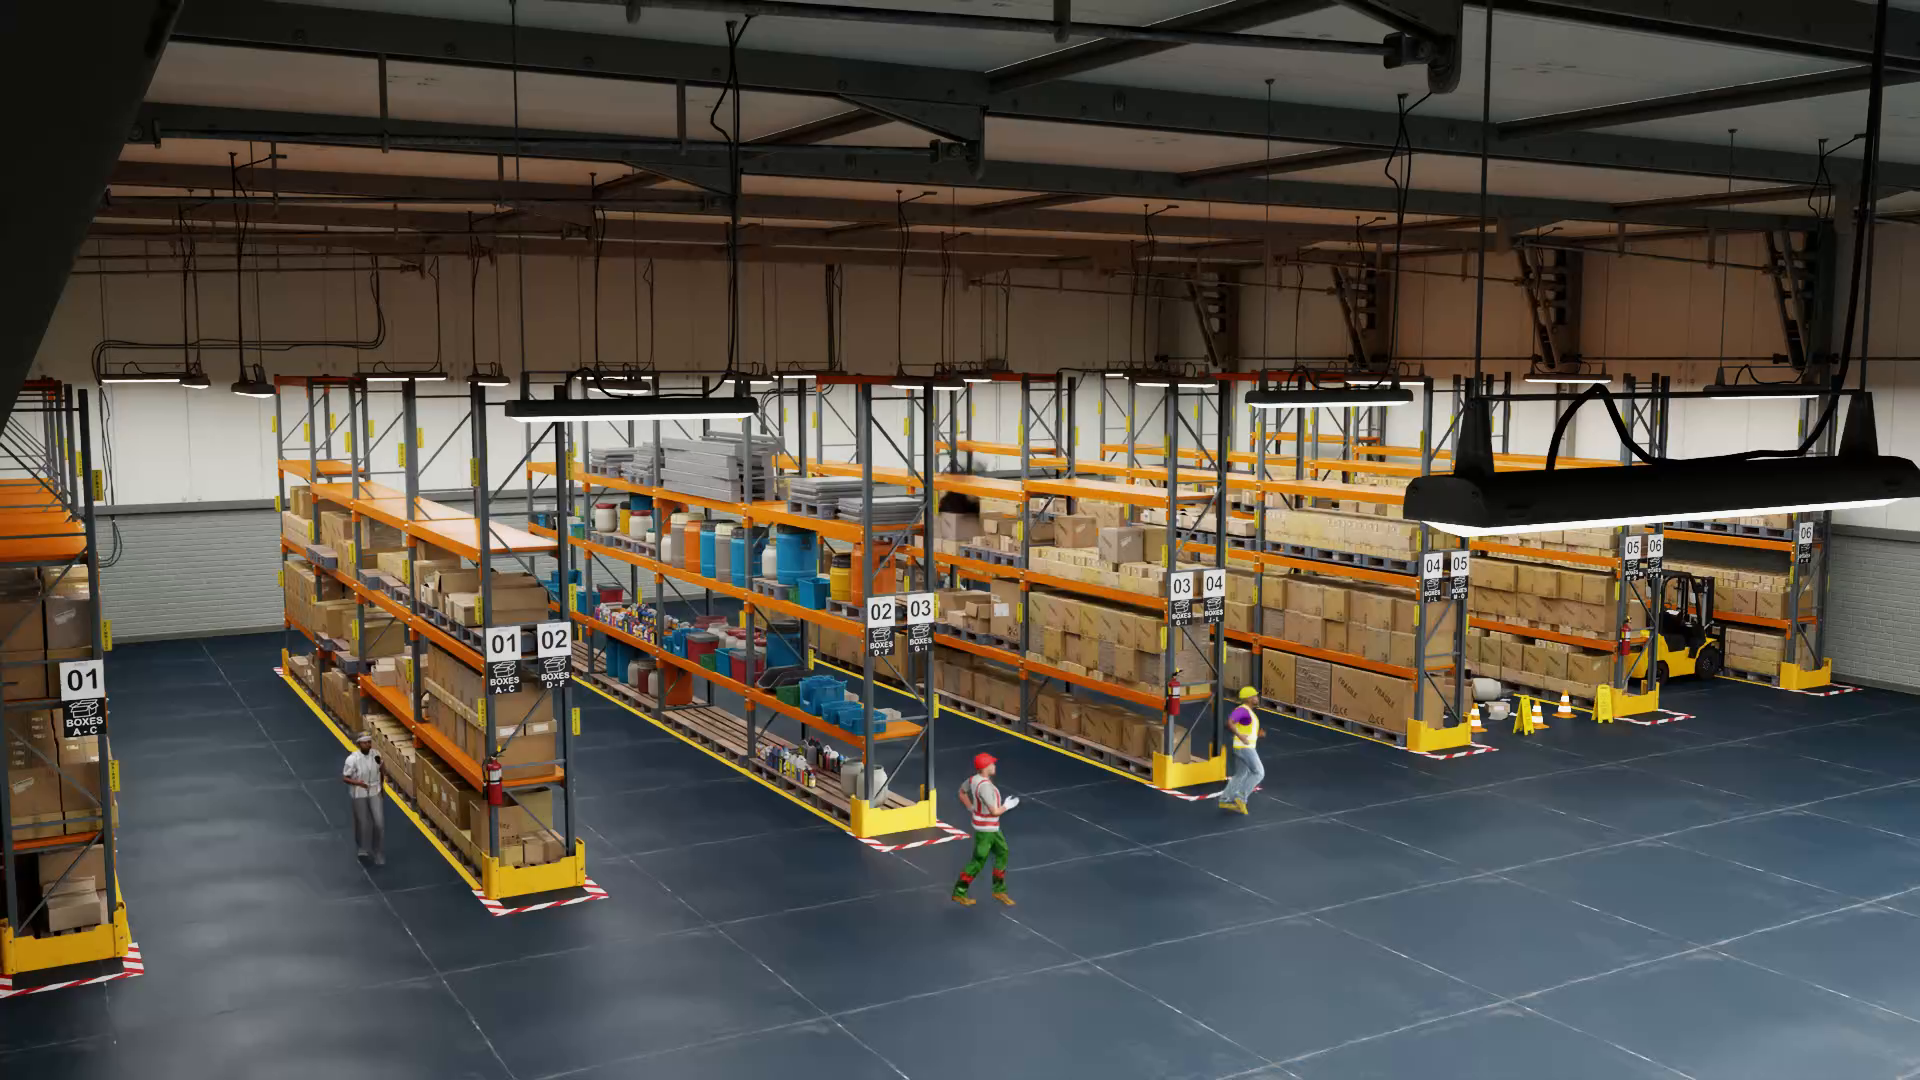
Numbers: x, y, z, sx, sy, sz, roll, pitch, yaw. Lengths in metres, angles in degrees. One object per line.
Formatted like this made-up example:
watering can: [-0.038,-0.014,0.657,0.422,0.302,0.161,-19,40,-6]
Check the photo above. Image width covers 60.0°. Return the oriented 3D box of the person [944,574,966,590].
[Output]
person: [-0.202,0.806,42.354,0.966,1.735,0.719,2,7,20]

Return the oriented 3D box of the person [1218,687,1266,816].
person: [3.958,2.937,23.320,0.650,1.756,0.743,1,6,8]

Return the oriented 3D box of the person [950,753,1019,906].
person: [0.280,3.348,19.109,0.799,1.845,0.648,-1,6,-5]

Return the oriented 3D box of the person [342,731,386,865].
person: [-7.442,3.232,20.841,0.566,1.746,0.727,-4,7,-33]
